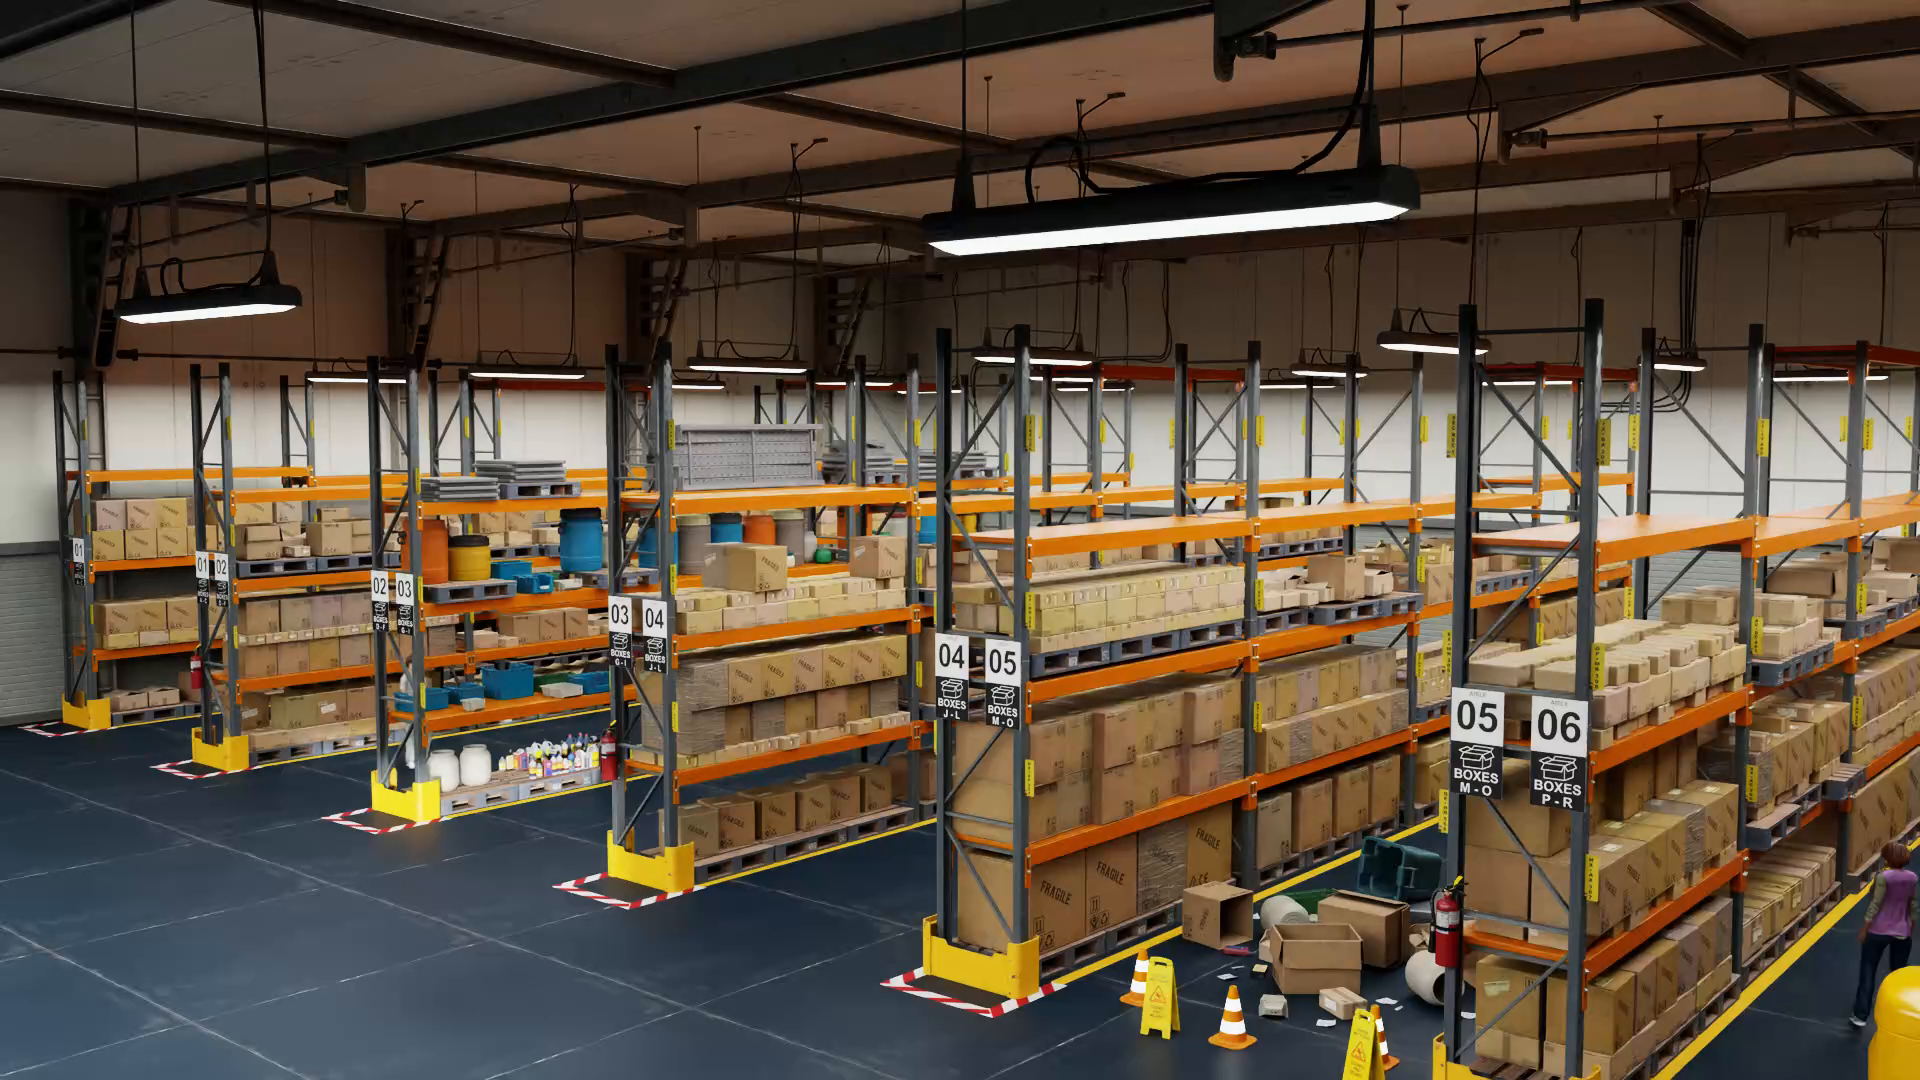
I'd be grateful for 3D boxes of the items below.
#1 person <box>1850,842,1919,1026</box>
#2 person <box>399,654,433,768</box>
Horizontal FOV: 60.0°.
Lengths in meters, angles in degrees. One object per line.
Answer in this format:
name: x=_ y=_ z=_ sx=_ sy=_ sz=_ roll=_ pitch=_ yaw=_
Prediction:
person: x=7.882 y=3.374 z=14.152 sx=0.506 sy=1.571 sz=0.345 roll=1 pitch=4 yaw=9
person: x=-8.141 y=2.572 z=24.815 sx=0.375 sy=1.738 sz=0.496 roll=2 pitch=5 yaw=31
